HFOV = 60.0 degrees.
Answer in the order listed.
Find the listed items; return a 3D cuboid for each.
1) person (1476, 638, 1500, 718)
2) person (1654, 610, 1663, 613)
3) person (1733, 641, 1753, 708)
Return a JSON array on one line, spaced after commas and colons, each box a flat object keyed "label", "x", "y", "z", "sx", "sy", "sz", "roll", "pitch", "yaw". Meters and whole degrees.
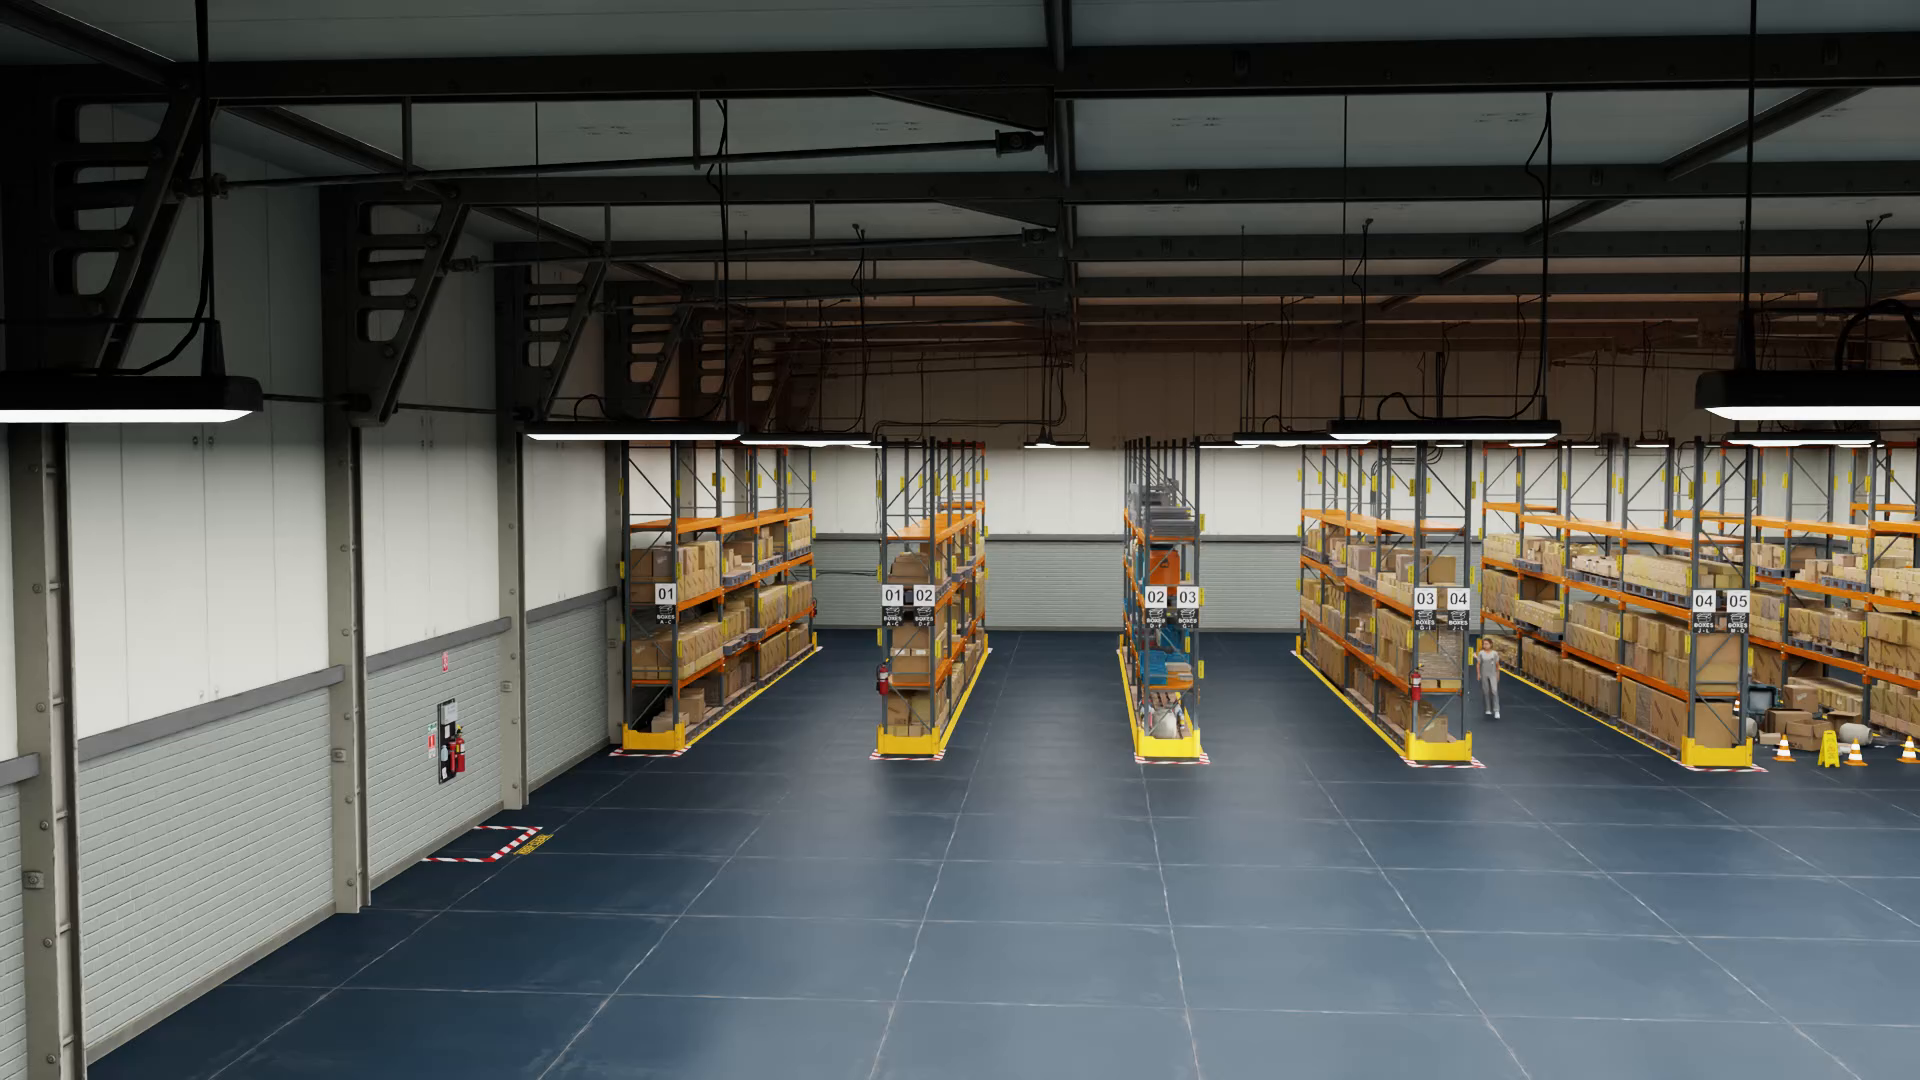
[{"label": "person", "x": 11.425, "y": 2.967, "z": 35.937, "sx": 0.521, "sy": 1.670, "sz": 0.685, "roll": 1, "pitch": 3, "yaw": 21}, {"label": "person", "x": 17.948, "y": 2.626, "z": 42.603, "sx": 0.462, "sy": 1.692, "sz": 0.554, "roll": -1, "pitch": 3, "yaw": -20}, {"label": "person", "x": 17.403, "y": 2.973, "z": 36.837, "sx": 0.411, "sy": 1.617, "sz": 0.626, "roll": -1, "pitch": 3, "yaw": -9}]
